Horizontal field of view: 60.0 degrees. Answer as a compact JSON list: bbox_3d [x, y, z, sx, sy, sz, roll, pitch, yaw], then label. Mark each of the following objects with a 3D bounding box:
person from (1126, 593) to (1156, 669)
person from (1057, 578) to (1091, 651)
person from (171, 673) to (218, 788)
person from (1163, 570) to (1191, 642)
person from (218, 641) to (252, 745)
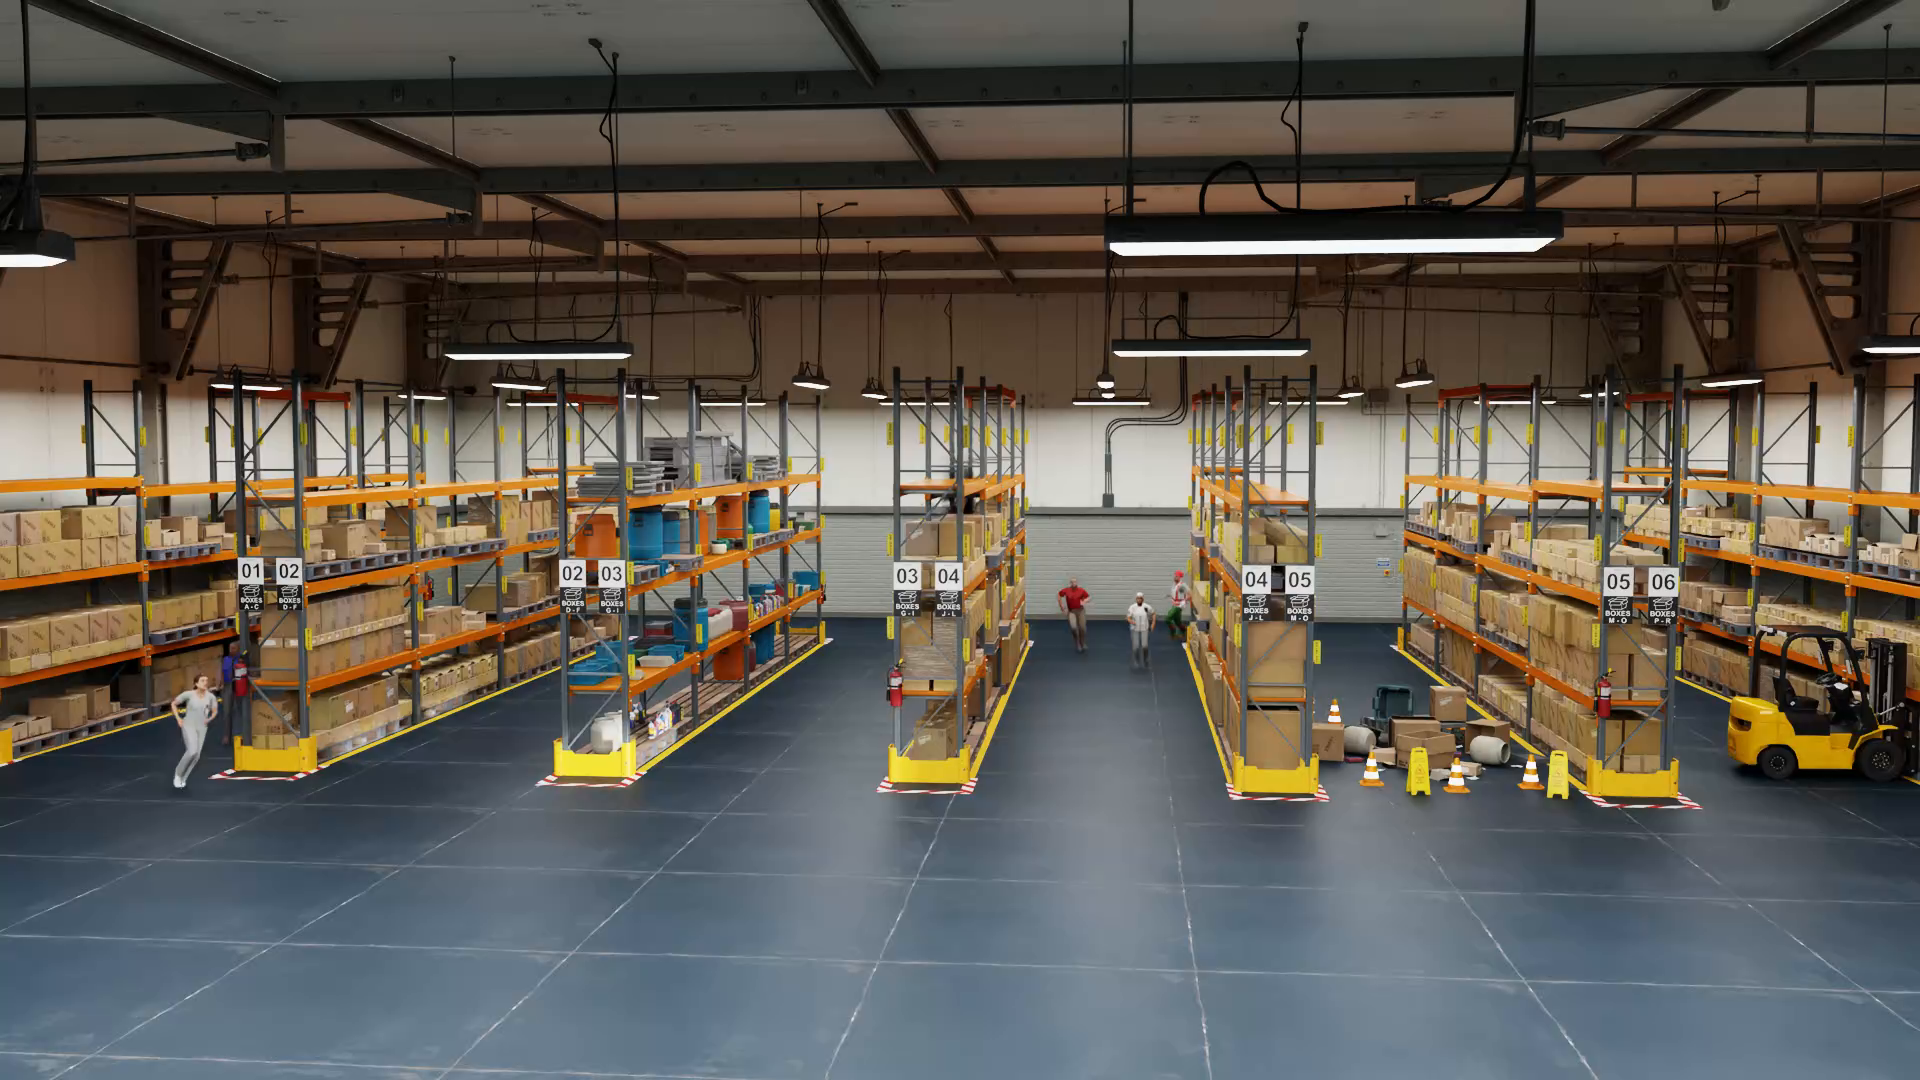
[{"bbox_3d":[3.893,1.963,35.791,0.637,1.663,0.637,0,4,7],"label":"person"},{"bbox_3d":[2.676,1.745,38.939,0.780,1.743,0.679,0,4,-1],"label":"person"},{"bbox_3d":[-10.897,2.708,23.712,0.587,1.615,0.606,3,5,41],"label":"person"},{"bbox_3d":[5.312,1.621,40.558,0.672,1.778,0.711,-1,4,-9],"label":"person"},{"bbox_3d":[-11.880,2.472,27.256,0.583,1.632,0.924,0,4,-1],"label":"person"}]
